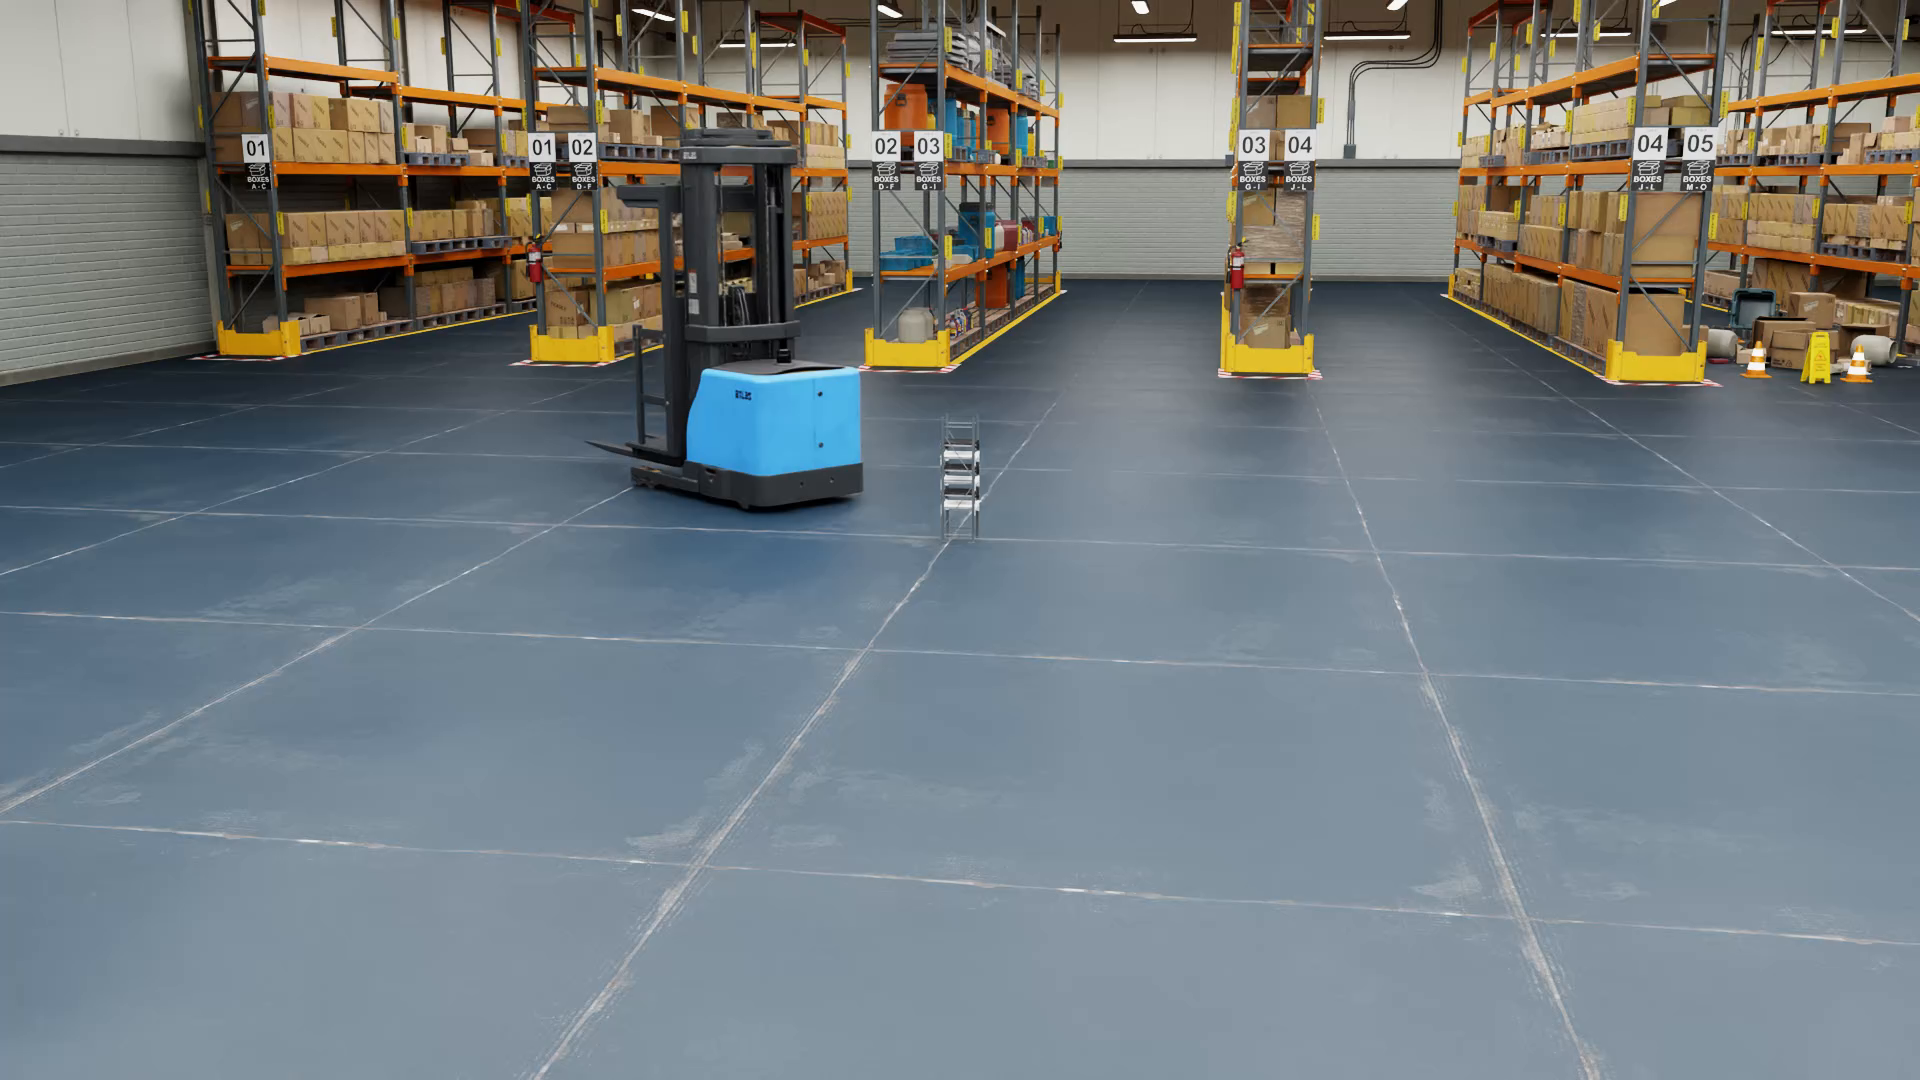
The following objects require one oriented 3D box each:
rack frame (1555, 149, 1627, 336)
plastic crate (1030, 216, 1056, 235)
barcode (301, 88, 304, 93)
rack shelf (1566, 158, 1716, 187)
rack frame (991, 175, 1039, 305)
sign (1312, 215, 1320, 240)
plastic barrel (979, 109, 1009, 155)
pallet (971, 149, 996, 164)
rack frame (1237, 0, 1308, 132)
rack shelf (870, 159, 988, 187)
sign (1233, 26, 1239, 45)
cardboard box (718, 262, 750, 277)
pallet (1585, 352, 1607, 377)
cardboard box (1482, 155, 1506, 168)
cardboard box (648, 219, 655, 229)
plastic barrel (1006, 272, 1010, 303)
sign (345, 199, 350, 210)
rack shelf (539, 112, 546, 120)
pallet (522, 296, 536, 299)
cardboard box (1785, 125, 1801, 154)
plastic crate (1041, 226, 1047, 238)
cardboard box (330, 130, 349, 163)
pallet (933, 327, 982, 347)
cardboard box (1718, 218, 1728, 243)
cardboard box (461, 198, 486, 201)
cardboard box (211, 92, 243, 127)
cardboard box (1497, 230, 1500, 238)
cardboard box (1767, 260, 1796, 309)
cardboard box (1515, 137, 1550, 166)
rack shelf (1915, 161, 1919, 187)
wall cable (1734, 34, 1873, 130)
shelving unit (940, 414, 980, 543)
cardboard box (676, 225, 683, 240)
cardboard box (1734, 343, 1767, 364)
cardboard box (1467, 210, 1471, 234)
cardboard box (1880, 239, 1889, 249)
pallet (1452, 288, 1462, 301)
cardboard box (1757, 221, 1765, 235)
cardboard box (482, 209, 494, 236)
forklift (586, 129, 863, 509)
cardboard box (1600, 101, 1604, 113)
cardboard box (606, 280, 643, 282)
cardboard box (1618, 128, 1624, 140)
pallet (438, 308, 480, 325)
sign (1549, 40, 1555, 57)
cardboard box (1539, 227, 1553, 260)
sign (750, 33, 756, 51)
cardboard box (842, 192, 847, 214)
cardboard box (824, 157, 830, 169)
[{"bbox_3d":[9.691,-4.405,25.314,1.000,3.000,0.127,2,12,9],"label":"rack frame"},{"bbox_3d":[1.890,-7.216,38.132,0.616,0.435,0.499,2,12,9],"label":"plastic crate"},{"bbox_3d":[-10.517,-7.188,26.598,0.001,0.075,0.075,2,12,9],"label":"barcode"},{"bbox_3d":[9.383,-5.104,23.142,1.077,0.370,4.000,2,12,9],"label":"rack shelf"},{"bbox_3d":[1.142,-6.413,34.630,1.000,3.000,0.127,2,12,9],"label":"rack frame"},{"bbox_3d":[4.726,-4.160,22.121,0.100,0.325,0.005,2,12,9],"label":"sign"},{"bbox_3d":[0.617,-7.580,30.908,0.600,0.830,0.708,2,12,9],"label":"plastic barrel"},{"bbox_3d":[-0.103,-5.968,25.895,1.213,0.211,1.003,2,12,9],"label":"pallet"},{"bbox_3d":[4.805,-7.520,25.526,1.000,3.000,0.127,2,12,9],"label":"rack frame"},{"bbox_3d":[-0.396,-5.446,24.730,1.077,0.370,4.000,2,12,9],"label":"rack shelf"},{"bbox_3d":[4.871,-8.904,29.354,0.100,0.325,0.005,2,12,9],"label":"sign"},{"bbox_3d":[-4.451,-5.315,32.646,0.500,0.250,0.500,2,12,11],"label":"cardboard box"},{"bbox_3d":[9.121,-2.378,22.529,1.003,0.211,1.213,2,12,9],"label":"pallet"},{"bbox_3d":[10.730,-7.575,33.256,0.500,0.250,0.500,2,12,10],"label":"cardboard box"},{"bbox_3d":[-5.010,-4.947,26.051,0.380,0.149,0.250,2,12,10],"label":"cardboard box"},{"bbox_3d":[0.758,-4.944,32.542,0.600,0.588,0.708,2,12,9],"label":"plastic barrel"},{"bbox_3d":[-10.427,-5.652,28.350,0.100,0.325,0.005,2,12,9],"label":"sign"},{"bbox_3d":[-8.340,-9.536,37.537,1.077,0.370,4.000,2,12,9],"label":"rack shelf"},{"bbox_3d":[-8.877,-4.953,34.475,1.003,0.211,1.213,2,12,9],"label":"pallet"},{"bbox_3d":[15.197,-7.195,29.907,0.500,0.500,0.500,2,12,9],"label":"cardboard box"},{"bbox_3d":[1.694,-6.757,36.483,0.416,0.233,0.300,2,12,9],"label":"plastic crate"},{"bbox_3d":[-9.940,-6.153,26.021,0.500,0.500,0.500,3,12,12],"label":"cardboard box"},{"bbox_3d":[-0.233,-3.246,26.554,1.003,0.211,1.213,2,12,9],"label":"pallet"},{"bbox_3d":[15.783,-6.297,33.857,0.500,0.500,0.500,2,12,8],"label":"cardboard box"},{"bbox_3d":[-9.449,-6.575,32.610,0.500,0.250,0.500,2,12,10],"label":"cardboard box"},{"bbox_3d":[-10.685,-6.348,24.550,0.500,0.500,0.500,2,12,11],"label":"cardboard box"},{"bbox_3d":[10.049,-5.595,30.434,0.380,0.149,0.250,2,12,8],"label":"cardboard box"},{"bbox_3d":[15.680,-4.778,31.090,0.875,0.875,0.875,2,12,10],"label":"cardboard box"},{"bbox_3d":[10.143,-6.880,29.441,0.500,0.500,0.500,2,12,9],"label":"cardboard box"},{"bbox_3d":[14.290,-4.964,22.496,1.077,0.370,4.000,2,12,9],"label":"rack shelf"},{"bbox_3d":[20.529,-10.785,40.589,2.988,3.039,0.133,2,12,9],"label":"wall cable"},{"bbox_3d":[0.001,-0.442,11.906,0.258,0.900,0.210,2,12,9],"label":"shelving unit"},{"bbox_3d":[-4.767,-5.227,28.888,0.500,0.500,0.500,3,12,13],"label":"cardboard box"},{"bbox_3d":[11.246,-2.651,23.665,0.396,0.266,0.258,4,13,18],"label":"cardboard box"},{"bbox_3d":[10.977,-6.693,34.986,0.500,0.500,0.500,2,12,7],"label":"cardboard box"},{"bbox_3d":[14.466,-4.574,25.695,0.380,0.149,0.250,2,12,8],"label":"cardboard box"},{"bbox_3d":[11.365,-5.356,36.346,1.003,0.211,1.213,2,12,9],"label":"pallet"},{"bbox_3d":[15.429,-5.910,31.468,0.500,0.250,0.500,2,12,10],"label":"cardboard box"},{"bbox_3d":[-9.325,-6.067,31.743,0.700,0.500,0.500,0,12,2],"label":"cardboard box"},{"bbox_3d":[-2.142,-1.921,13.950,1.130,2.935,3.031,-11,16,-41],"label":"forklift"},{"bbox_3d":[9.027,-5.959,22.872,0.380,0.149,0.250,2,12,9],"label":"cardboard box"},{"bbox_3d":[-5.432,-3.946,26.932,0.500,0.500,0.500,2,12,9],"label":"cardboard box"},{"bbox_3d":[8.831,-5.303,21.722,0.380,0.149,0.250,2,12,9],"label":"cardboard box"},{"bbox_3d":[-9.574,-4.122,30.620,1.003,0.211,1.213,2,12,9],"label":"pallet"},{"bbox_3d":[11.470,-9.520,32.217,0.100,0.325,0.005,2,12,9],"label":"sign"},{"bbox_3d":[9.662,-4.782,26.824,0.500,0.500,0.500,2,12,9],"label":"cardboard box"},{"bbox_3d":[-3.819,-9.191,30.687,0.100,0.325,0.005,2,12,9],"label":"sign"},{"bbox_3d":[-2.934,-7.843,38.655,0.500,0.500,0.500,2,12,8],"label":"cardboard box"},{"bbox_3d":[-3.200,-8.372,36.959,0.500,0.250,0.500,2,12,9],"label":"cardboard box"}]
